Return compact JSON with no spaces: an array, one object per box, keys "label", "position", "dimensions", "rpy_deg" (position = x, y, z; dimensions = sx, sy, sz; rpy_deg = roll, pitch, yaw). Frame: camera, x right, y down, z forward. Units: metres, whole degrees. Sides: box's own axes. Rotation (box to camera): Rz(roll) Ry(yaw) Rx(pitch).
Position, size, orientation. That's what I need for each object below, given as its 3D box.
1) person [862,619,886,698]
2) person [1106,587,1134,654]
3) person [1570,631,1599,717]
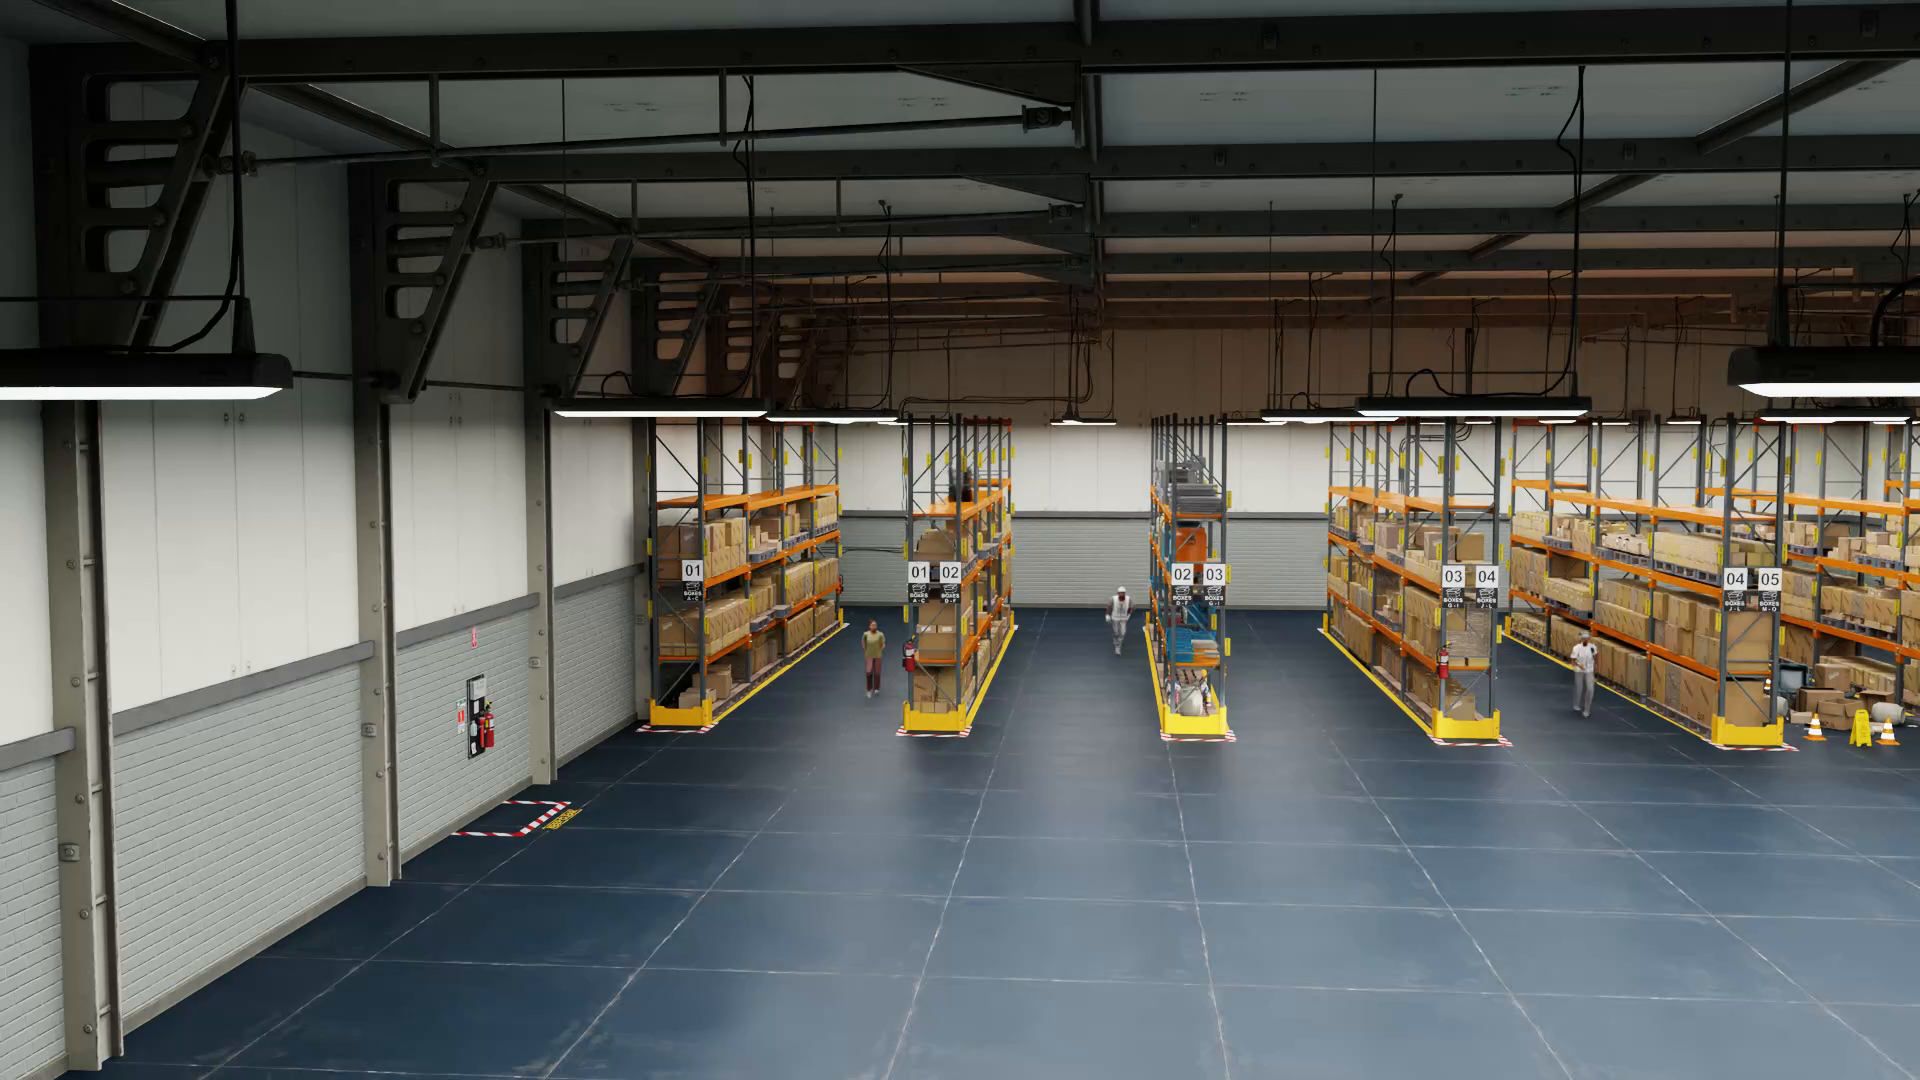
[{"label":"person","position":[-1.836,2.528,35.419],"dimensions":[0.500,1.695,0.772],"rpy_deg":[0,4,-6]},{"label":"person","position":[4.069,2.025,42.312],"dimensions":[0.675,1.710,0.698],"rpy_deg":[-1,4,-8]},{"label":"person","position":[12.447,2.666,33.131],"dimensions":[0.575,1.745,0.795],"rpy_deg":[1,4,10]}]
